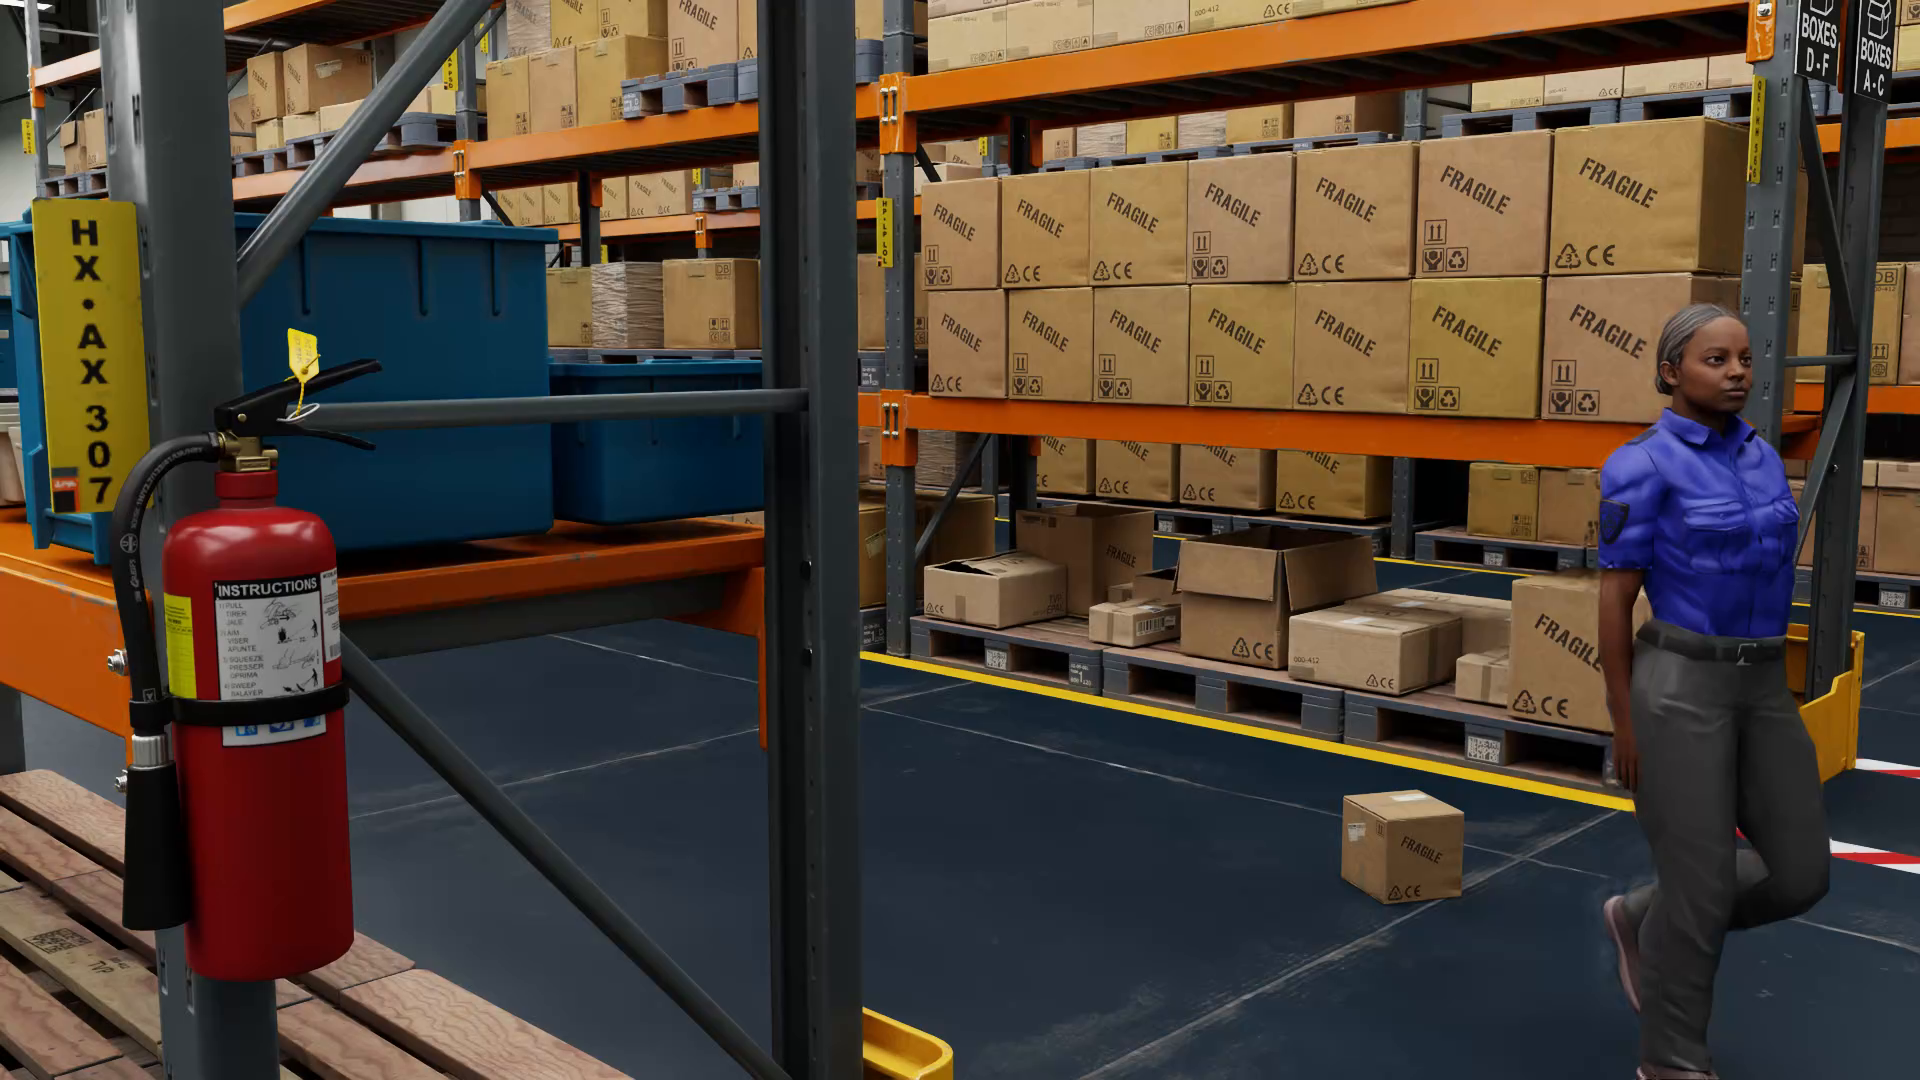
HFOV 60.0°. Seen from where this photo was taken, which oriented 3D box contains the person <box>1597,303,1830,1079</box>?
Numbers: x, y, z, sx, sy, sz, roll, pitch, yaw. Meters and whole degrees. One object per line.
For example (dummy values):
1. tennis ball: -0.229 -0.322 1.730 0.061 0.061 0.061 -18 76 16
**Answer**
1. person: 1.519 0.337 3.451 0.455 1.642 0.550 -3 8 -23
